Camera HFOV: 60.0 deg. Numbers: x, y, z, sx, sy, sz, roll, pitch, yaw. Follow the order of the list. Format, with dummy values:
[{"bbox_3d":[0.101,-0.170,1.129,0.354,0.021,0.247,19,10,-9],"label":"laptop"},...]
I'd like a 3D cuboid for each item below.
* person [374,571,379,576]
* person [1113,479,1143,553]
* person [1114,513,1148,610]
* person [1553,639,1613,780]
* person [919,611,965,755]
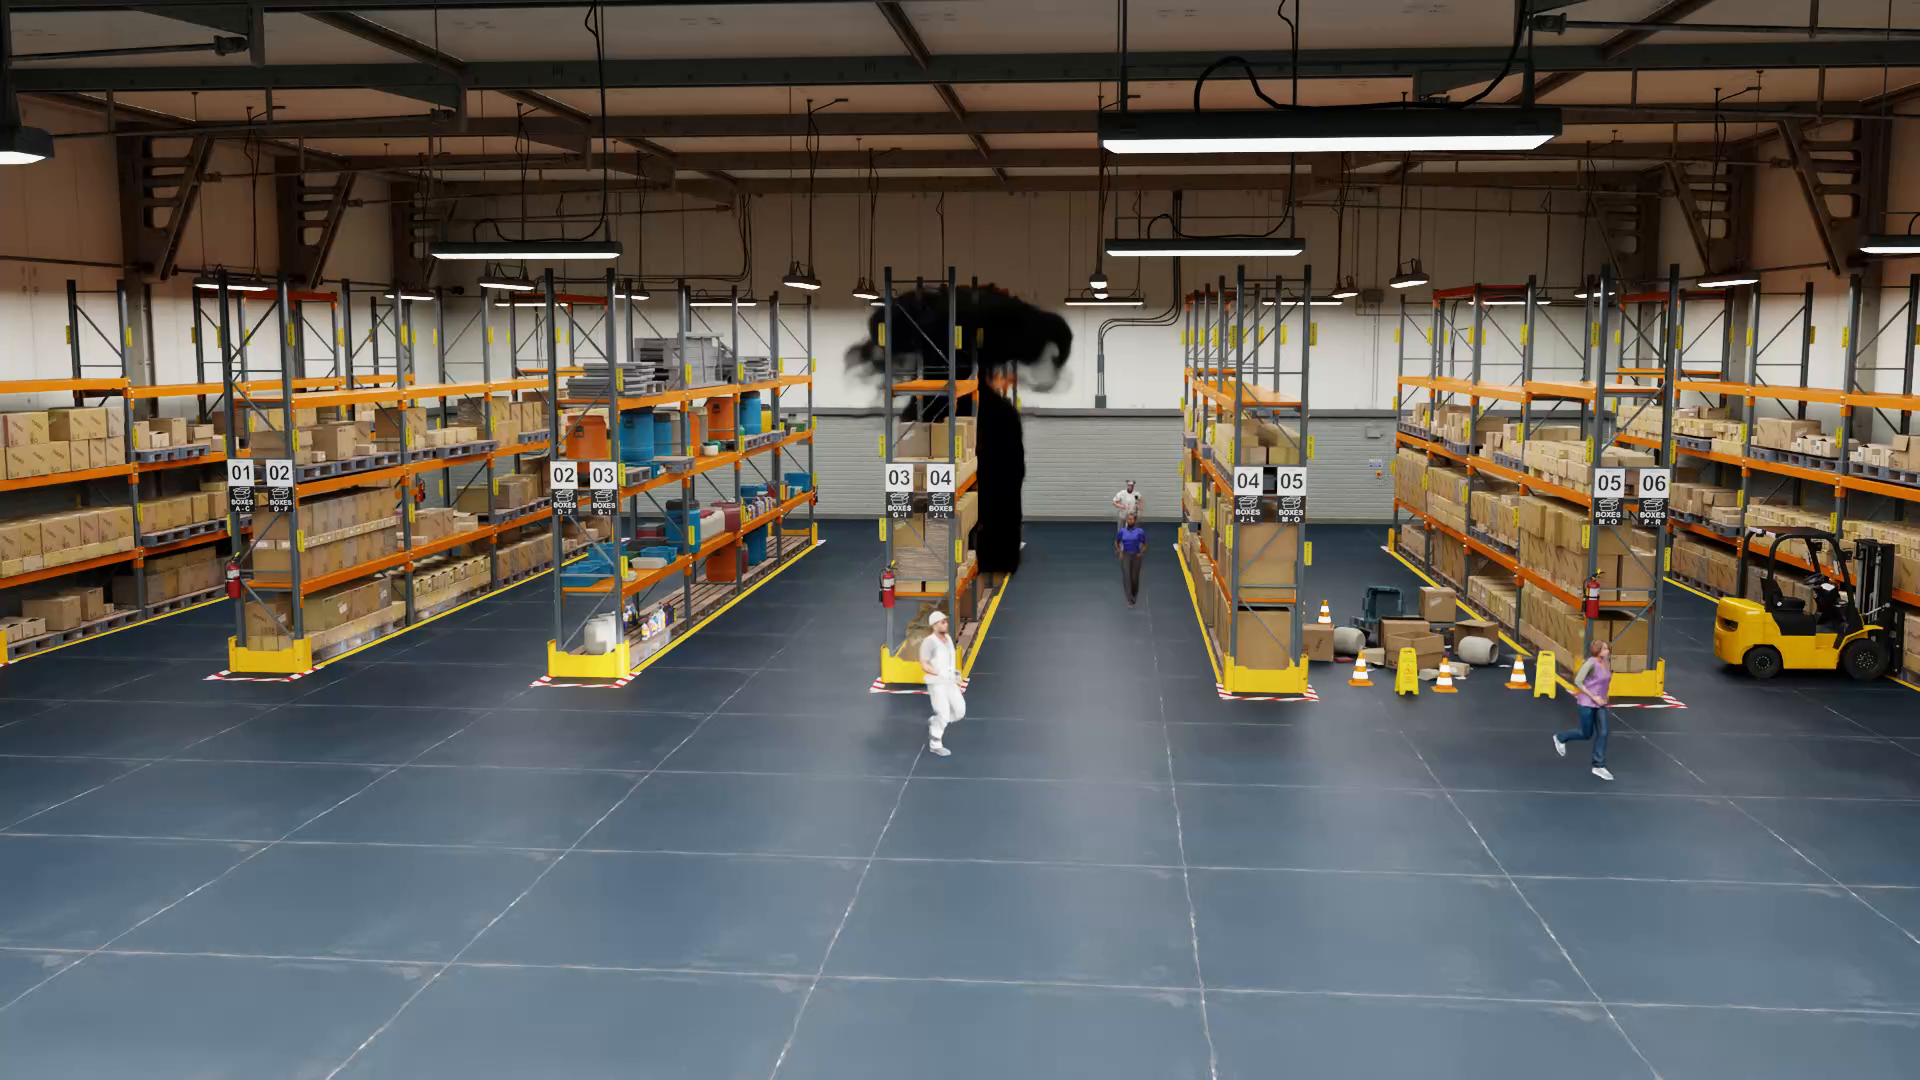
[{"bbox_3d":[-11.669,0.168,32.712,0.689,1.767,0.852,1,7,9],"label":"person"},{"bbox_3d":[3.856,-0.508,38.229,0.697,1.804,0.890,1,7,8],"label":"person"},{"bbox_3d":[3.008,0.358,29.290,0.590,1.662,0.656,1,7,8],"label":"person"},{"bbox_3d":[7.257,1.920,19.211,0.566,1.564,0.818,-5,8,-35],"label":"person"},{"bbox_3d":[-0.215,1.721,19.988,0.592,1.742,0.655,5,9,36],"label":"person"}]
